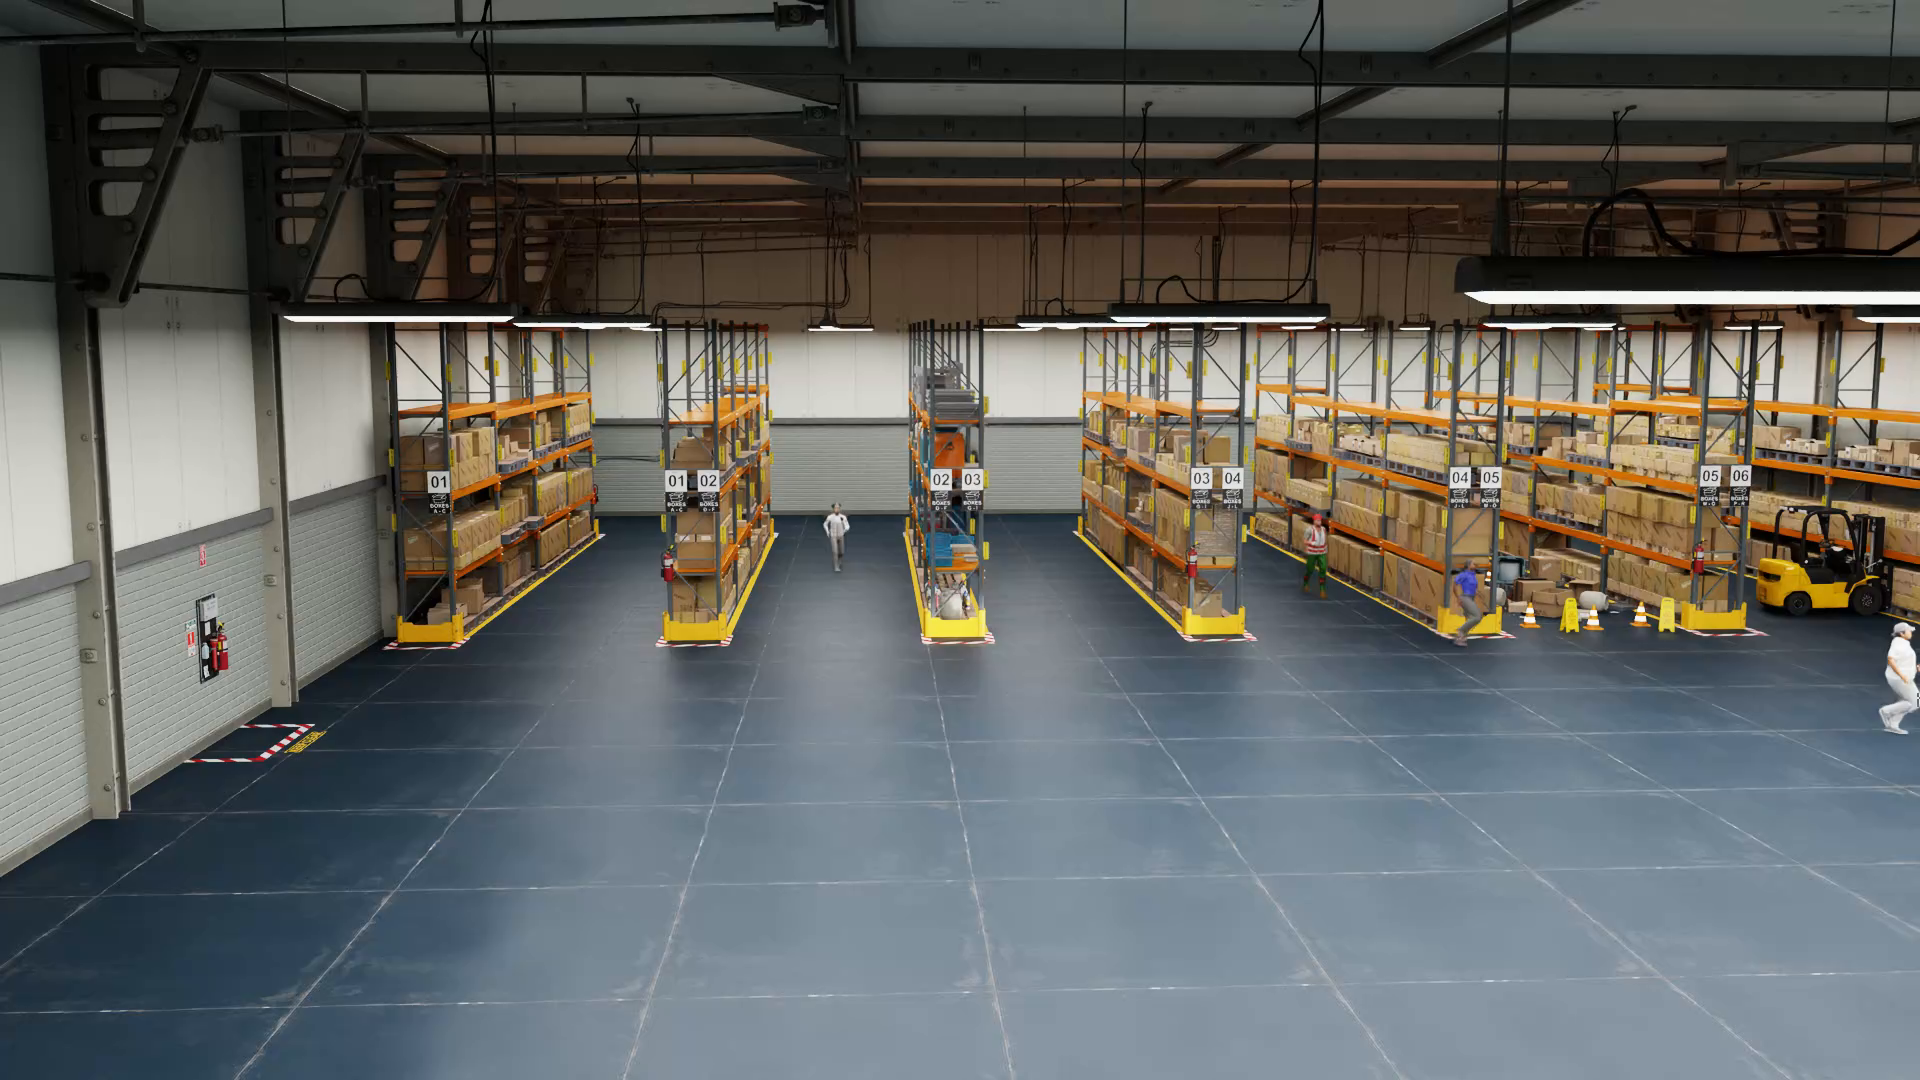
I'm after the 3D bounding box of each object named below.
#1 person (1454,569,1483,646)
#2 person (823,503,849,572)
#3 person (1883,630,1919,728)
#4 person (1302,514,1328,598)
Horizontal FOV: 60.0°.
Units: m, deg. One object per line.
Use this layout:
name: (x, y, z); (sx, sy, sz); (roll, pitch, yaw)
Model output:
person: (9.447, 1.247, 30.702); (0.513, 1.395, 0.562); (5, 9, 38)
person: (-2.995, -0.085, 40.365); (0.625, 1.660, 0.767); (-1, 7, -12)
person: (13.532, 1.962, 23.844); (0.498, 1.530, 0.607); (3, 8, 25)
person: (7.799, 0.325, 36.535); (0.613, 1.823, 0.894); (-2, 7, -12)
